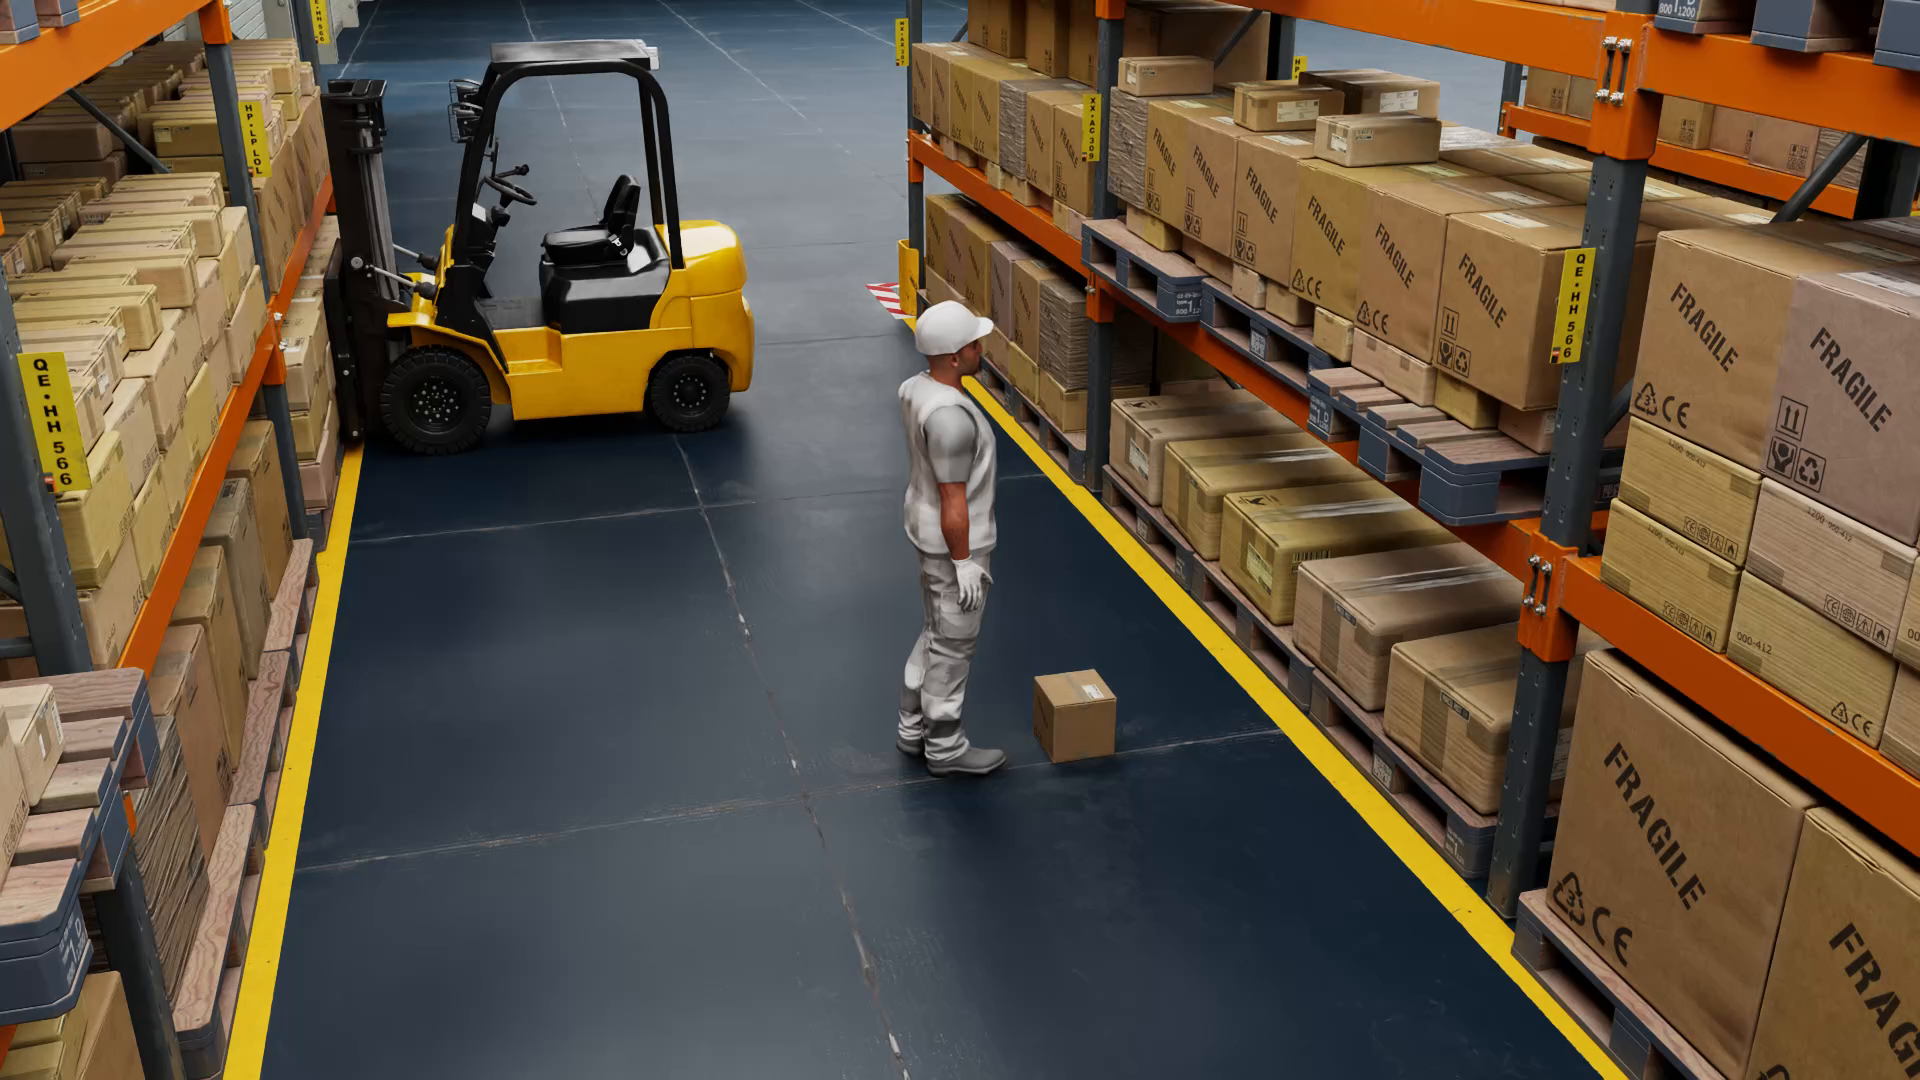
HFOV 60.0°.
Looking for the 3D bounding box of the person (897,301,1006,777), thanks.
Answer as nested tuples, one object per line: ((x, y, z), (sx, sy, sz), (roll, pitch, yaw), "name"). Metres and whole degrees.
((-0.038, 0.016, 6.017), (0.382, 1.808, 0.545), (-6, 23, -13), "person")
